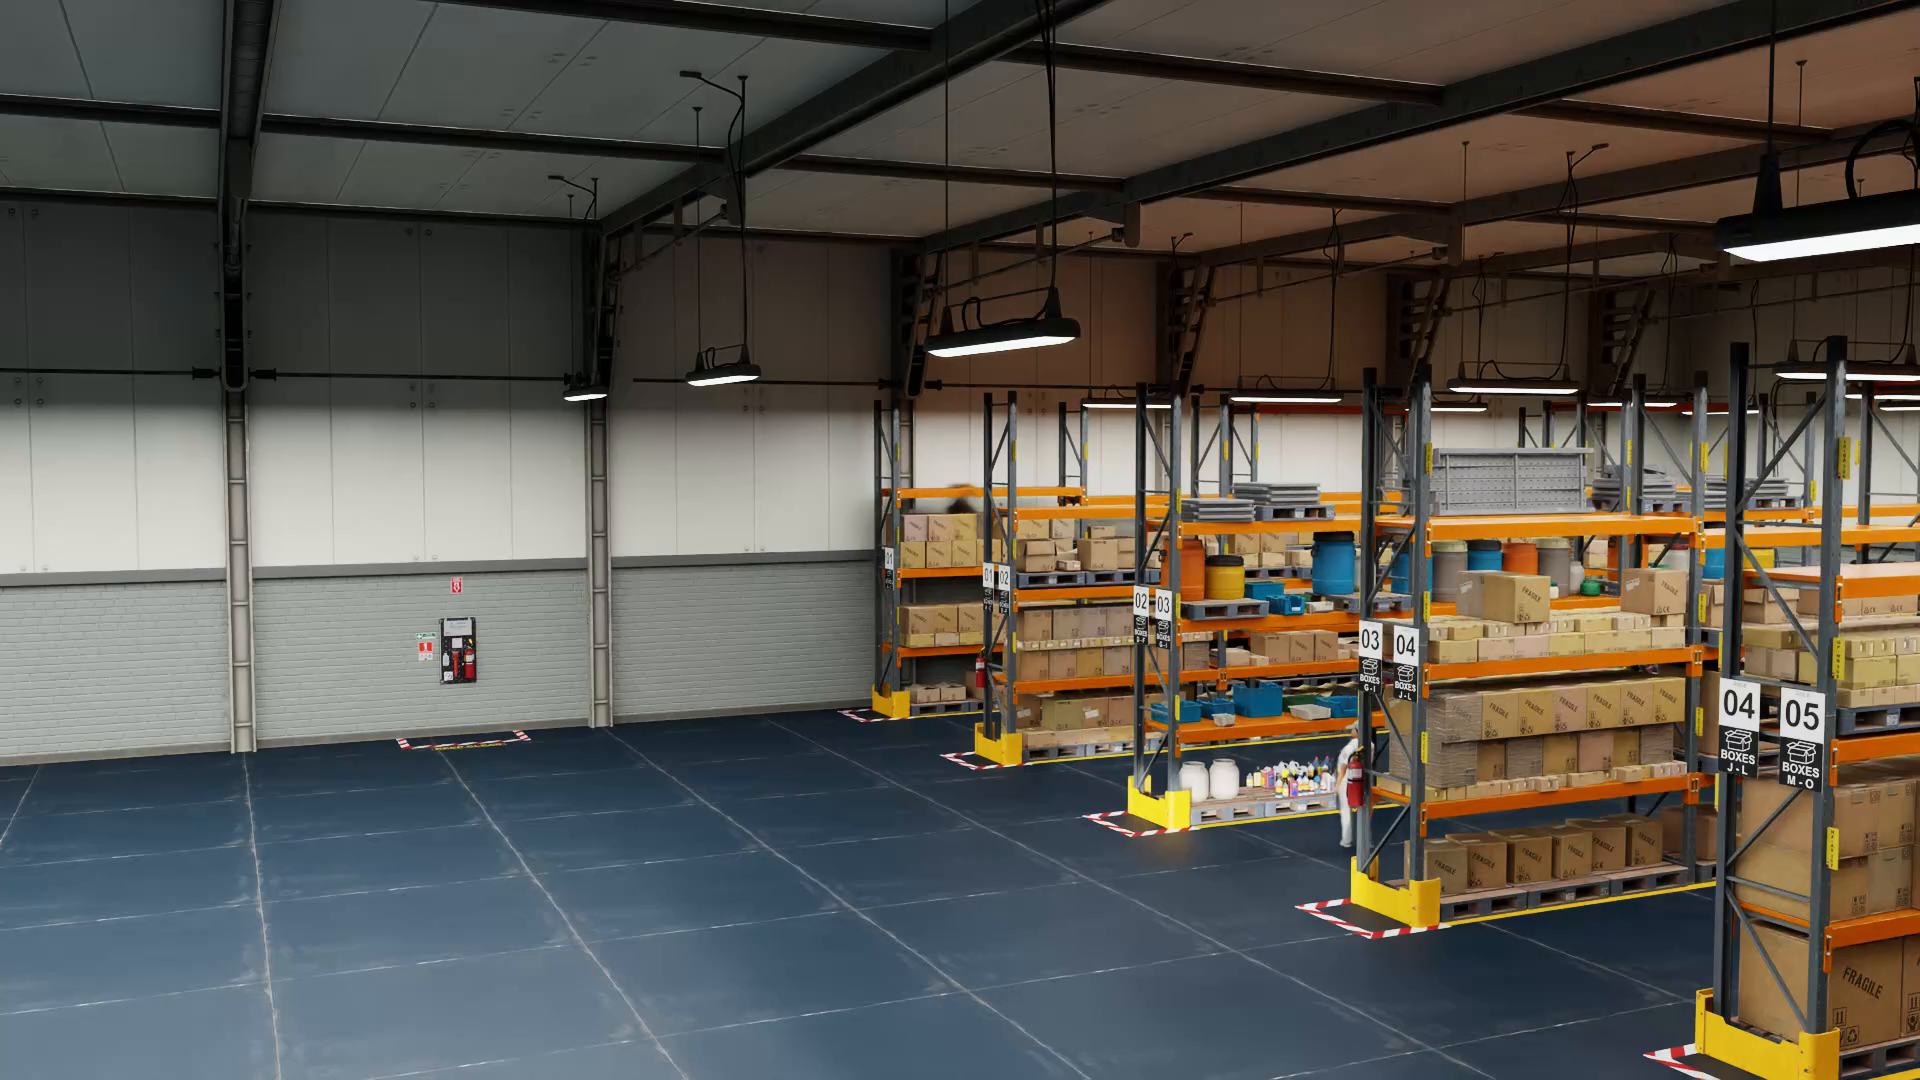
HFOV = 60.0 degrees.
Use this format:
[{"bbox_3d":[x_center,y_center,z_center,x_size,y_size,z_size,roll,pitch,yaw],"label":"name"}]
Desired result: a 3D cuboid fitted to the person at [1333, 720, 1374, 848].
[{"bbox_3d":[5.036,3.124,21.175,0.583,1.710,0.503,-1,3,-15],"label":"person"}]
